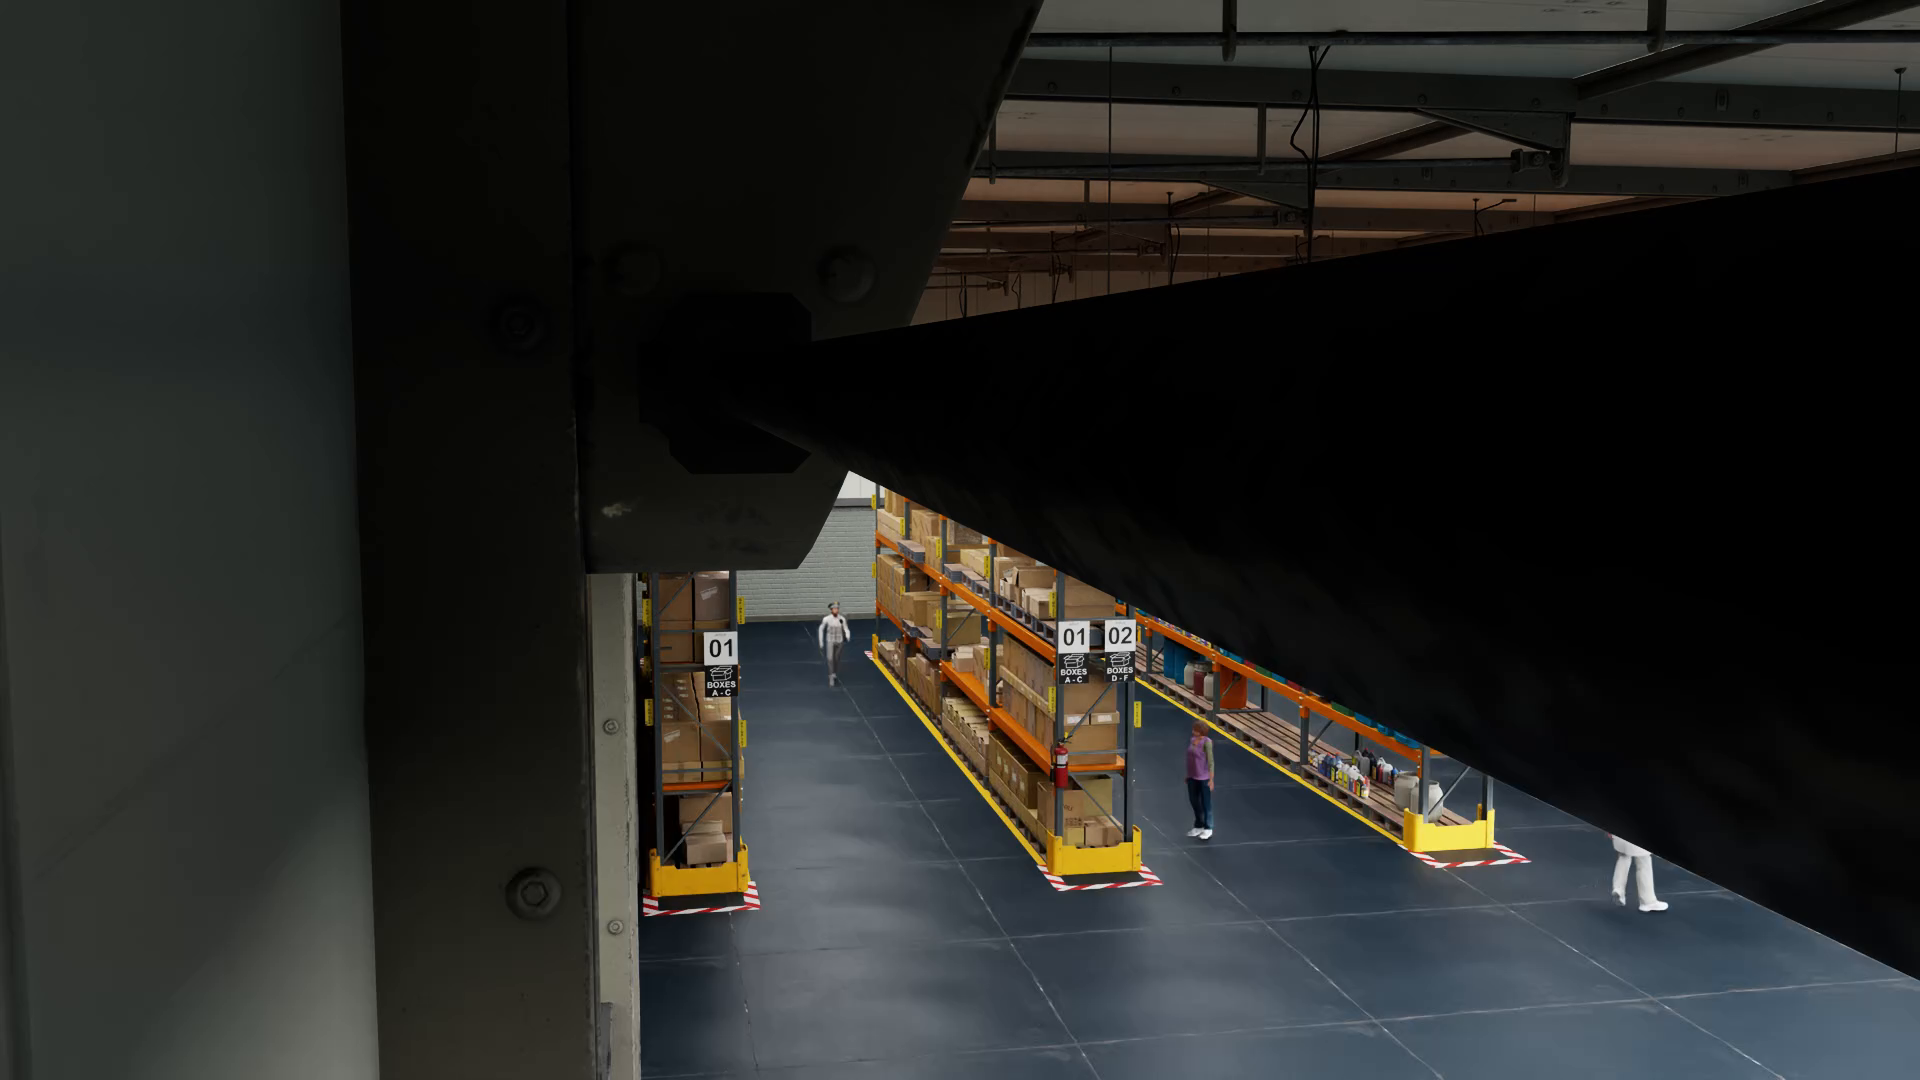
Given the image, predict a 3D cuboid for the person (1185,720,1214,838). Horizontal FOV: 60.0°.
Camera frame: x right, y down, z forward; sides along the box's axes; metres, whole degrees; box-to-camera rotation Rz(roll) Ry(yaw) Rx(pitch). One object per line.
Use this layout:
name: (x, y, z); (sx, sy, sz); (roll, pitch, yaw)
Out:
person: (3.258, 3.234, 22.485); (0.349, 1.629, 0.513); (-4, 7, -36)

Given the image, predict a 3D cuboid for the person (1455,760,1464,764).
person: (8.196, 2.789, 26.478); (0.592, 1.693, 0.469); (2, 6, 22)

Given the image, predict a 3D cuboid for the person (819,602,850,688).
person: (-2.536, 2.073, 33.575); (0.610, 1.679, 0.958); (-1, 6, -9)

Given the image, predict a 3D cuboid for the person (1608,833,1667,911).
person: (7.923, 3.444, 19.491); (0.619, 1.785, 0.709); (-4, 7, -33)
